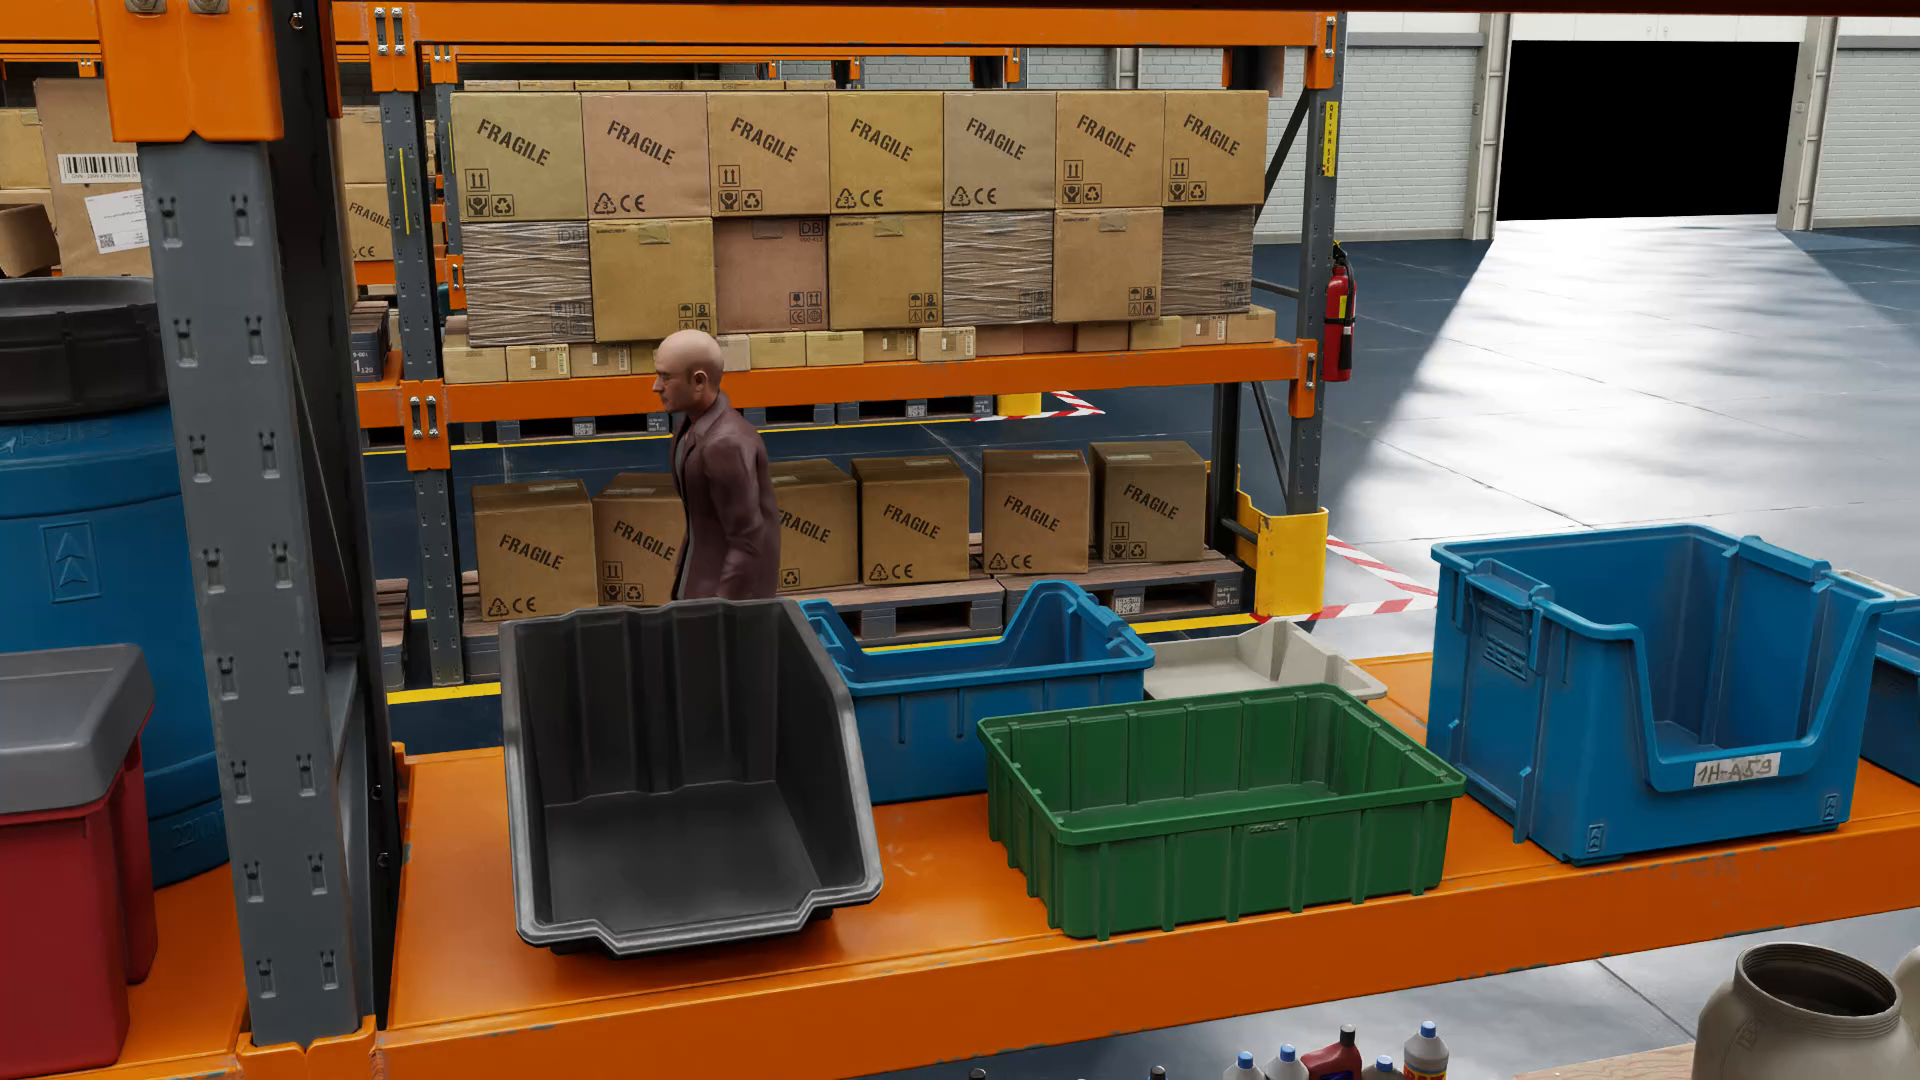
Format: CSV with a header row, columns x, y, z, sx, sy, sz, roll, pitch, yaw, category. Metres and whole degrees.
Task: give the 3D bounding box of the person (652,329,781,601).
x,y,z,sx,sy,sz,roll,pitch,yaw,category
-0.788,0.206,5.325,0.423,1.774,0.653,-5,17,-18,person
